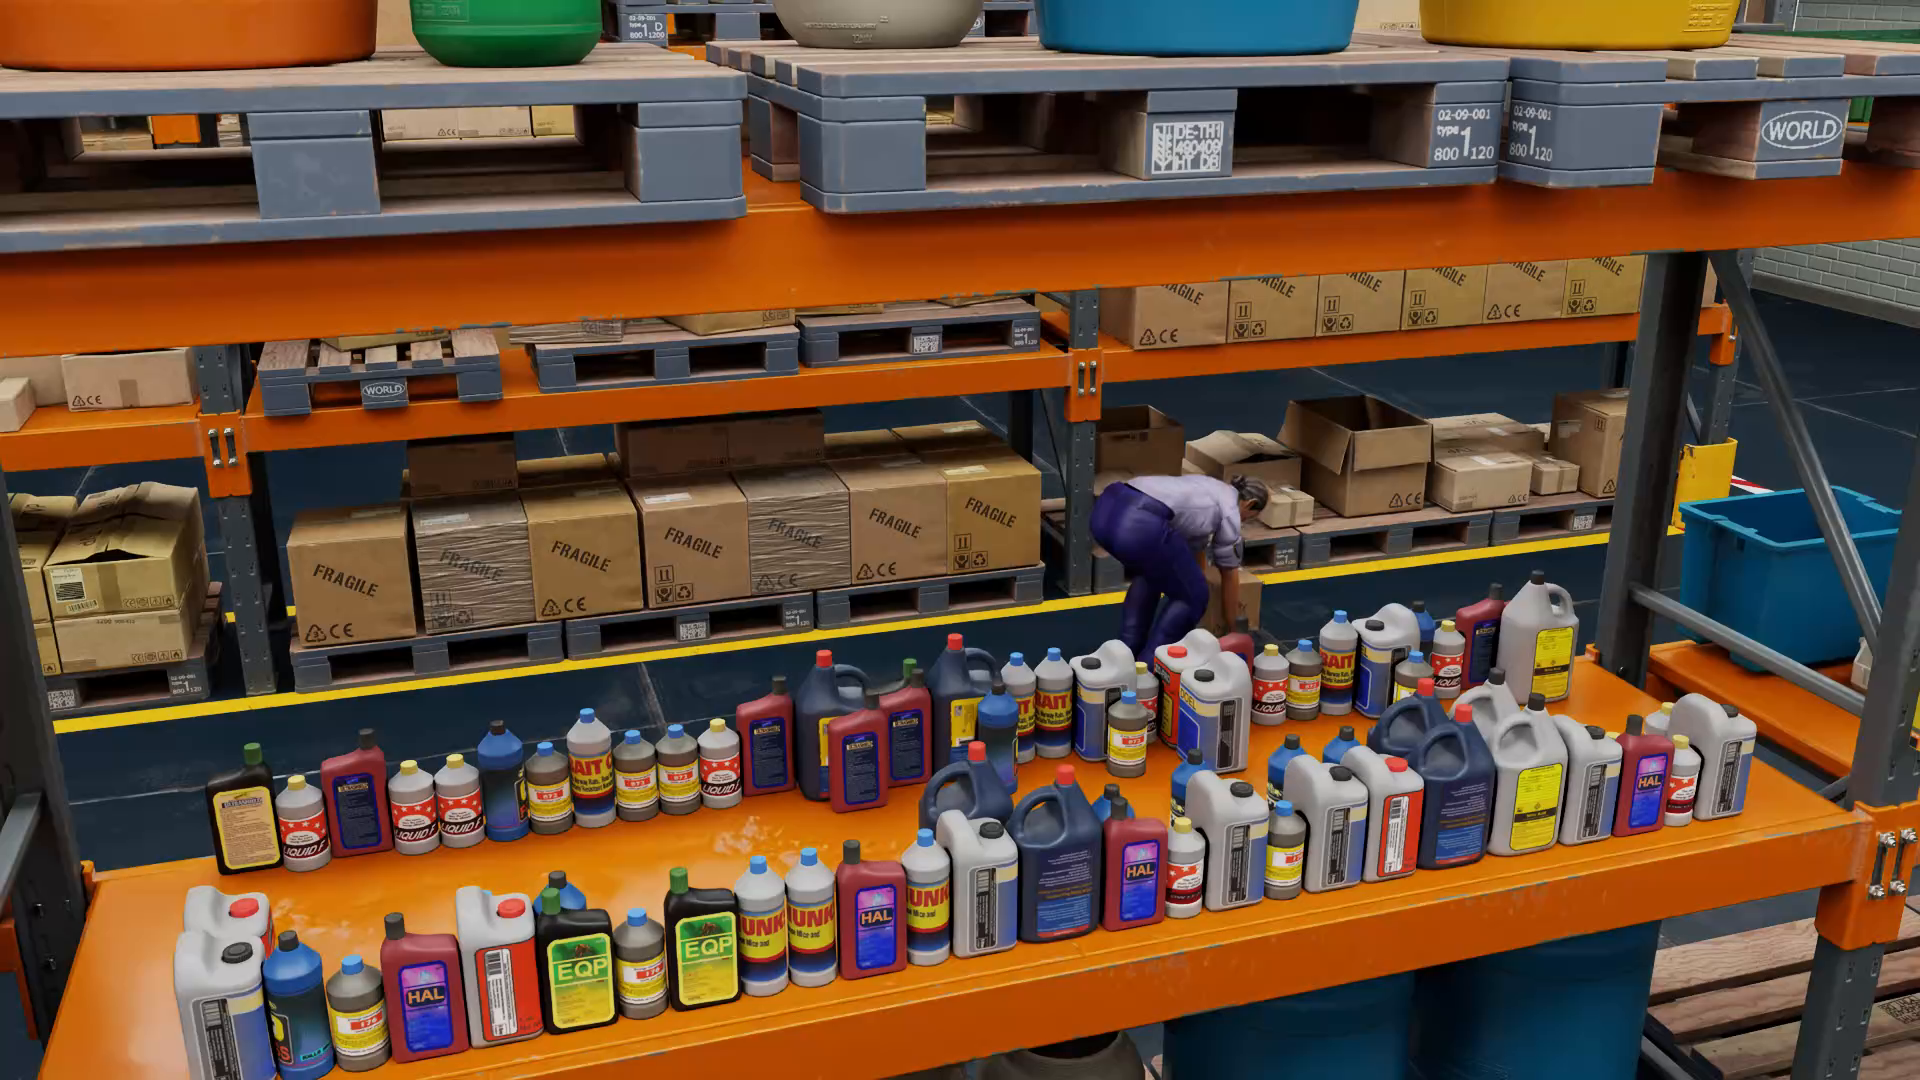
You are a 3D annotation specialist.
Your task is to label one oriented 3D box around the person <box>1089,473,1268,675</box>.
[{"bbox_3d":[1.034,0.154,7.684,0.910,0.967,0.484,-10,22,-27],"label":"person"}]
